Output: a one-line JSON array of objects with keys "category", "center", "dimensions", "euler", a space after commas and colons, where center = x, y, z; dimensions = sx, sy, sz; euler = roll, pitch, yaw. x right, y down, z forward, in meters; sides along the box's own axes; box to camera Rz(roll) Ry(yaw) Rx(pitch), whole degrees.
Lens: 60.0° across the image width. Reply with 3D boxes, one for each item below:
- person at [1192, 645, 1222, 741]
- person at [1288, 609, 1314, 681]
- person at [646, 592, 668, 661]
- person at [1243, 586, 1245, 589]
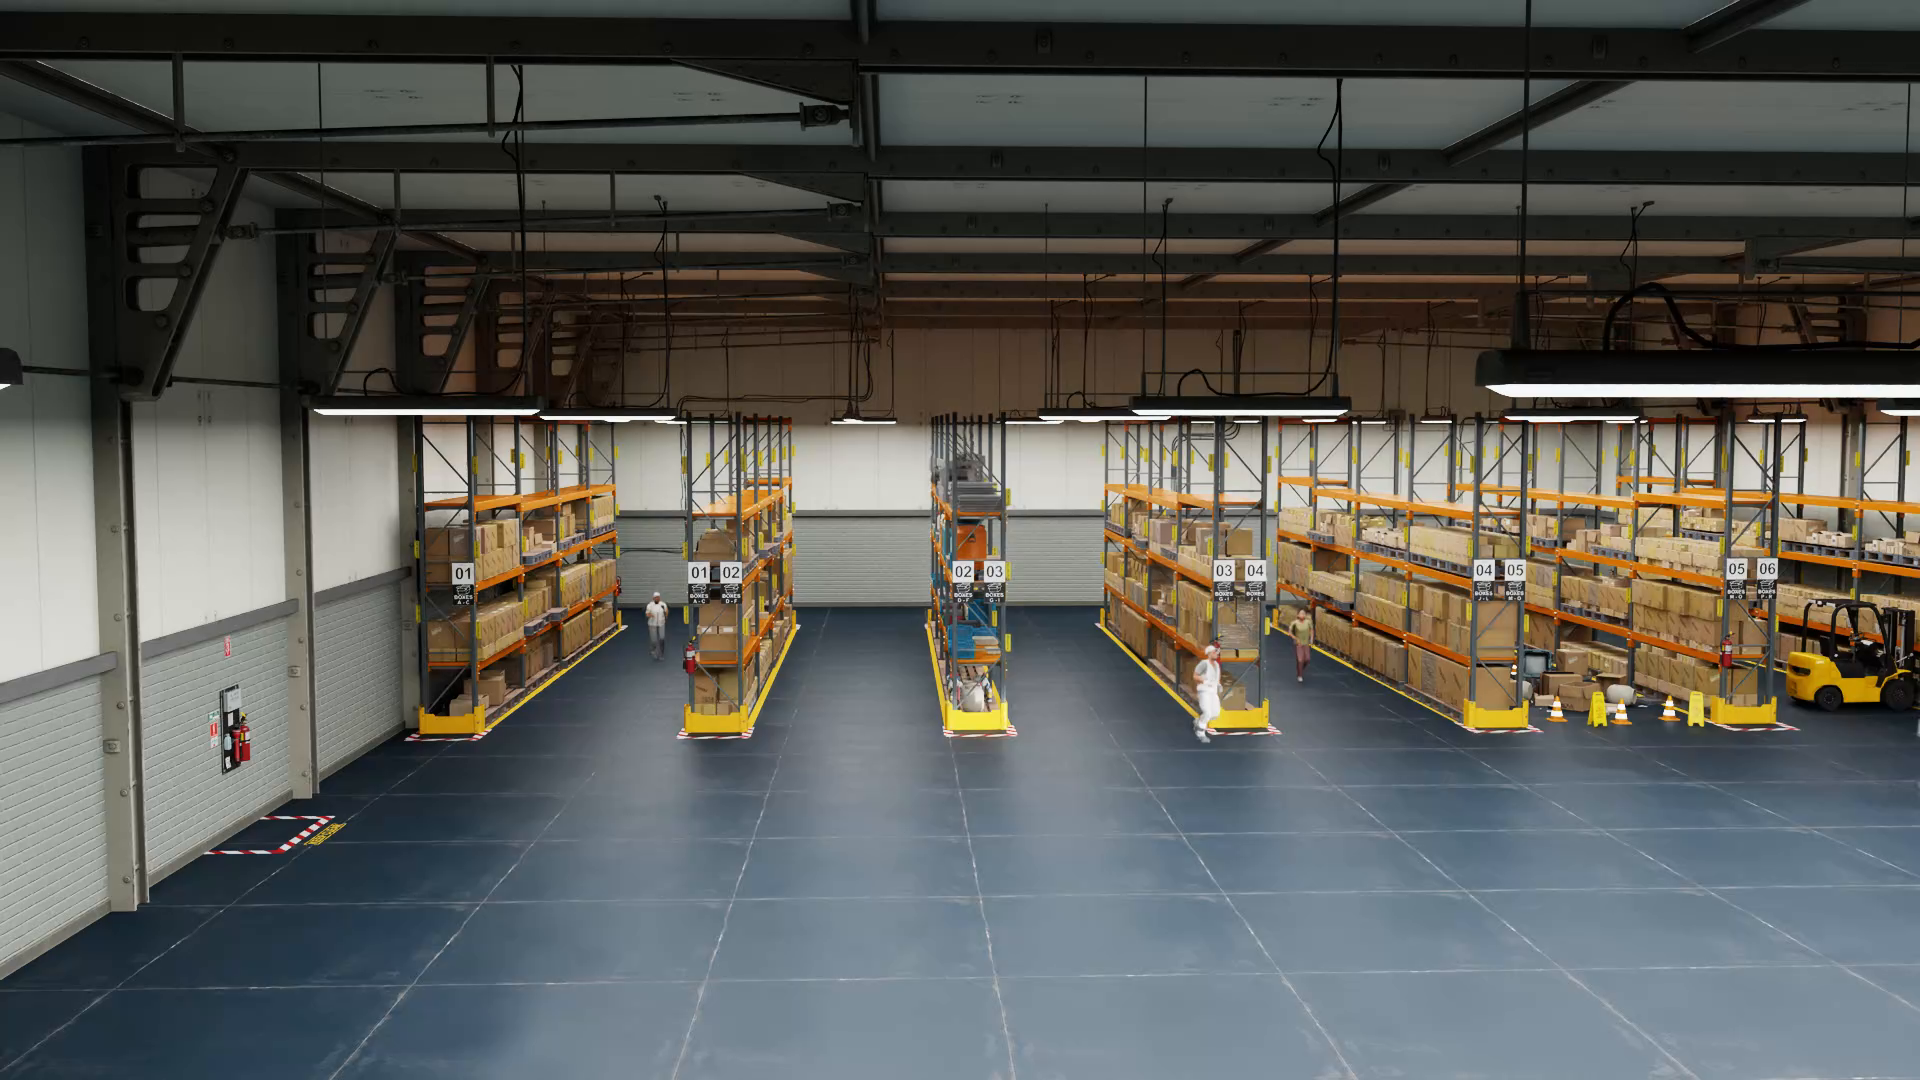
[{"category": "person", "center": [4.556, 2.792, 30.447], "dimensions": [0.685, 1.727, 0.640], "euler": [-3, 5, -37]}, {"category": "person", "center": [7.714, 2.357, 37.569], "dimensions": [0.610, 1.630, 0.569], "euler": [0, 4, -6]}, {"category": "person", "center": [-7.433, 2.129, 40.823], "dimensions": [0.554, 1.705, 0.748], "euler": [-1, 4, -13]}, {"category": "person", "center": [8.486, 1.589, 48.721], "dimensions": [0.832, 1.630, 0.744], "euler": [-3, 5, -33]}]
